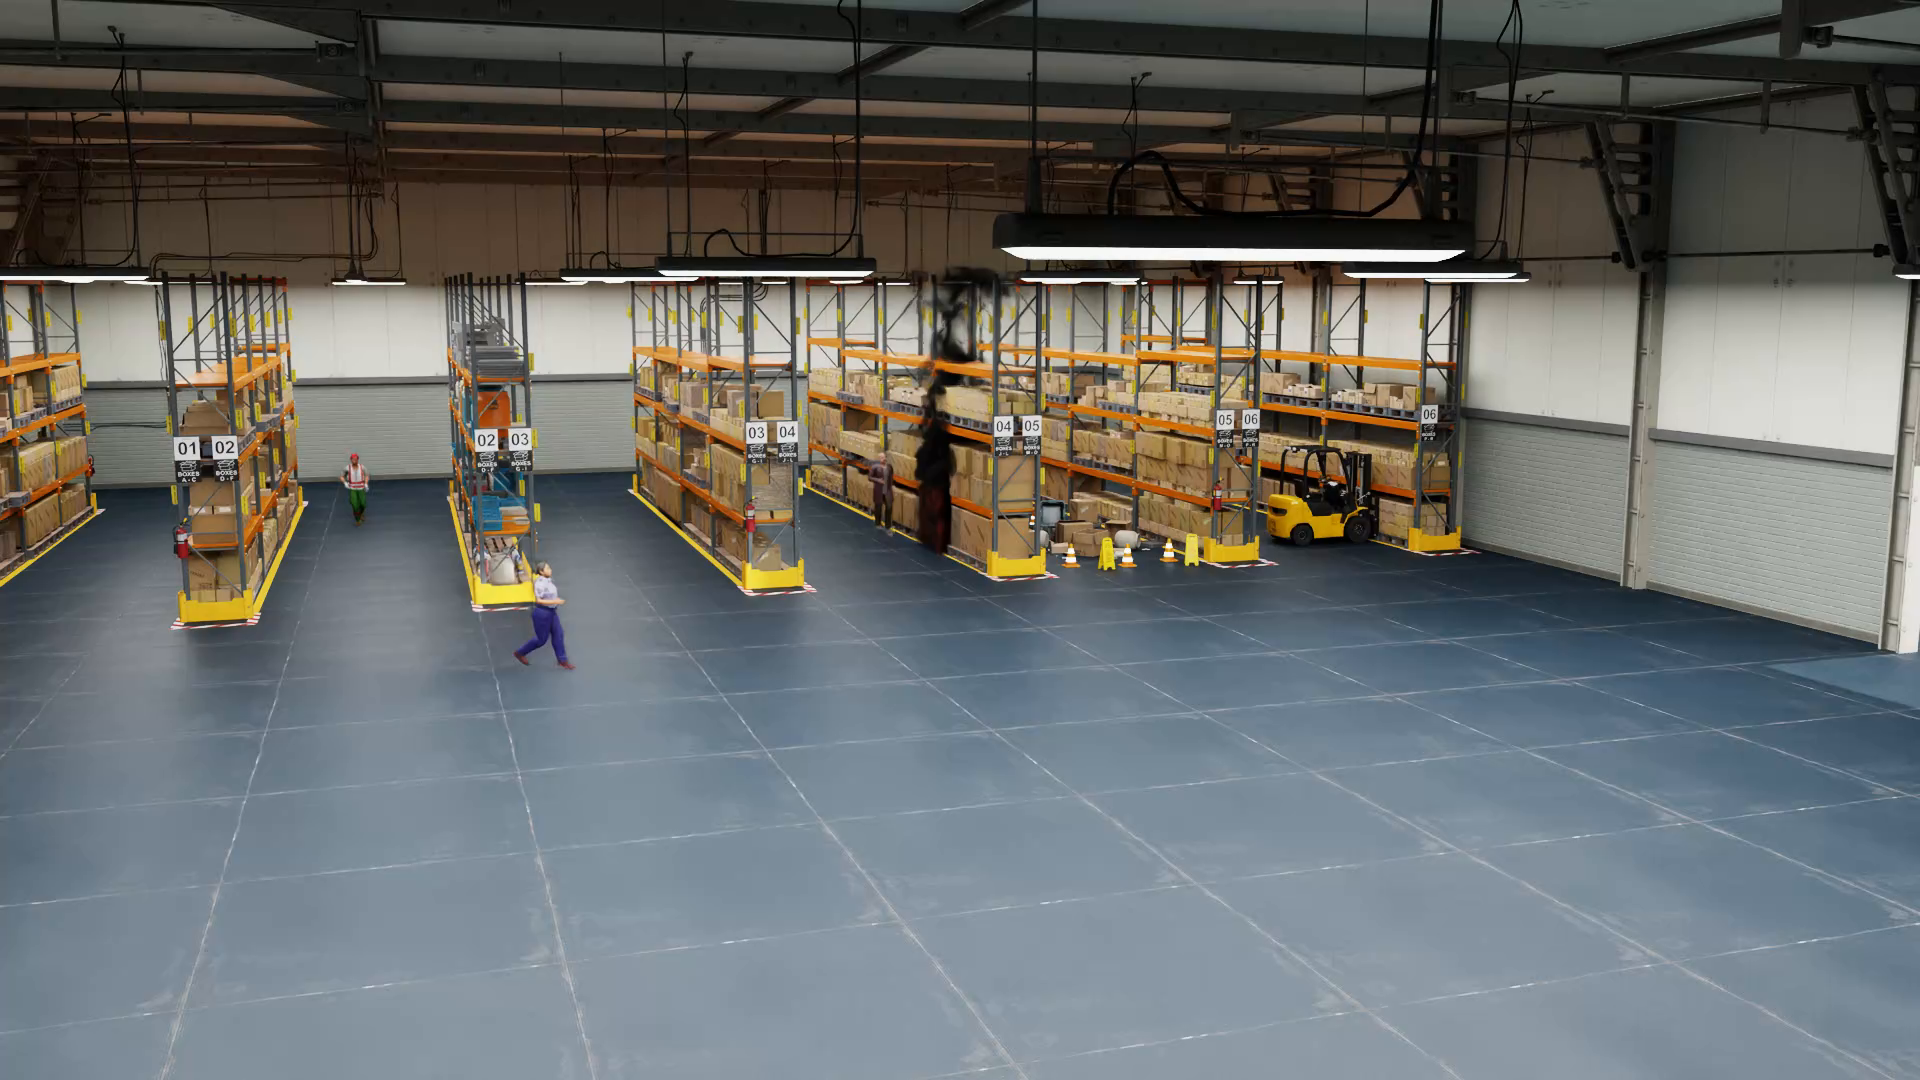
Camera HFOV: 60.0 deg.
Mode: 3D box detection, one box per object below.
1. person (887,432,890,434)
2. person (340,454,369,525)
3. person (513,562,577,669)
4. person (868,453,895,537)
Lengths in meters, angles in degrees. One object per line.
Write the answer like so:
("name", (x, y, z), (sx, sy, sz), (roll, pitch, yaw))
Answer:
("person", (-2.177, -2.400, 48.618), (0.547, 1.569, 0.941), (-4, 9, -23))
("person", (-14.697, -1.229, 40.428), (0.679, 1.744, 0.574), (-4, 9, -25))
("person", (-6.263, 1.160, 25.044), (0.901, 1.645, 0.606), (0, 9, 1))
("person", (-1.734, -1.008, 37.159), (0.687, 1.888, 0.803), (-3, 9, -20))
